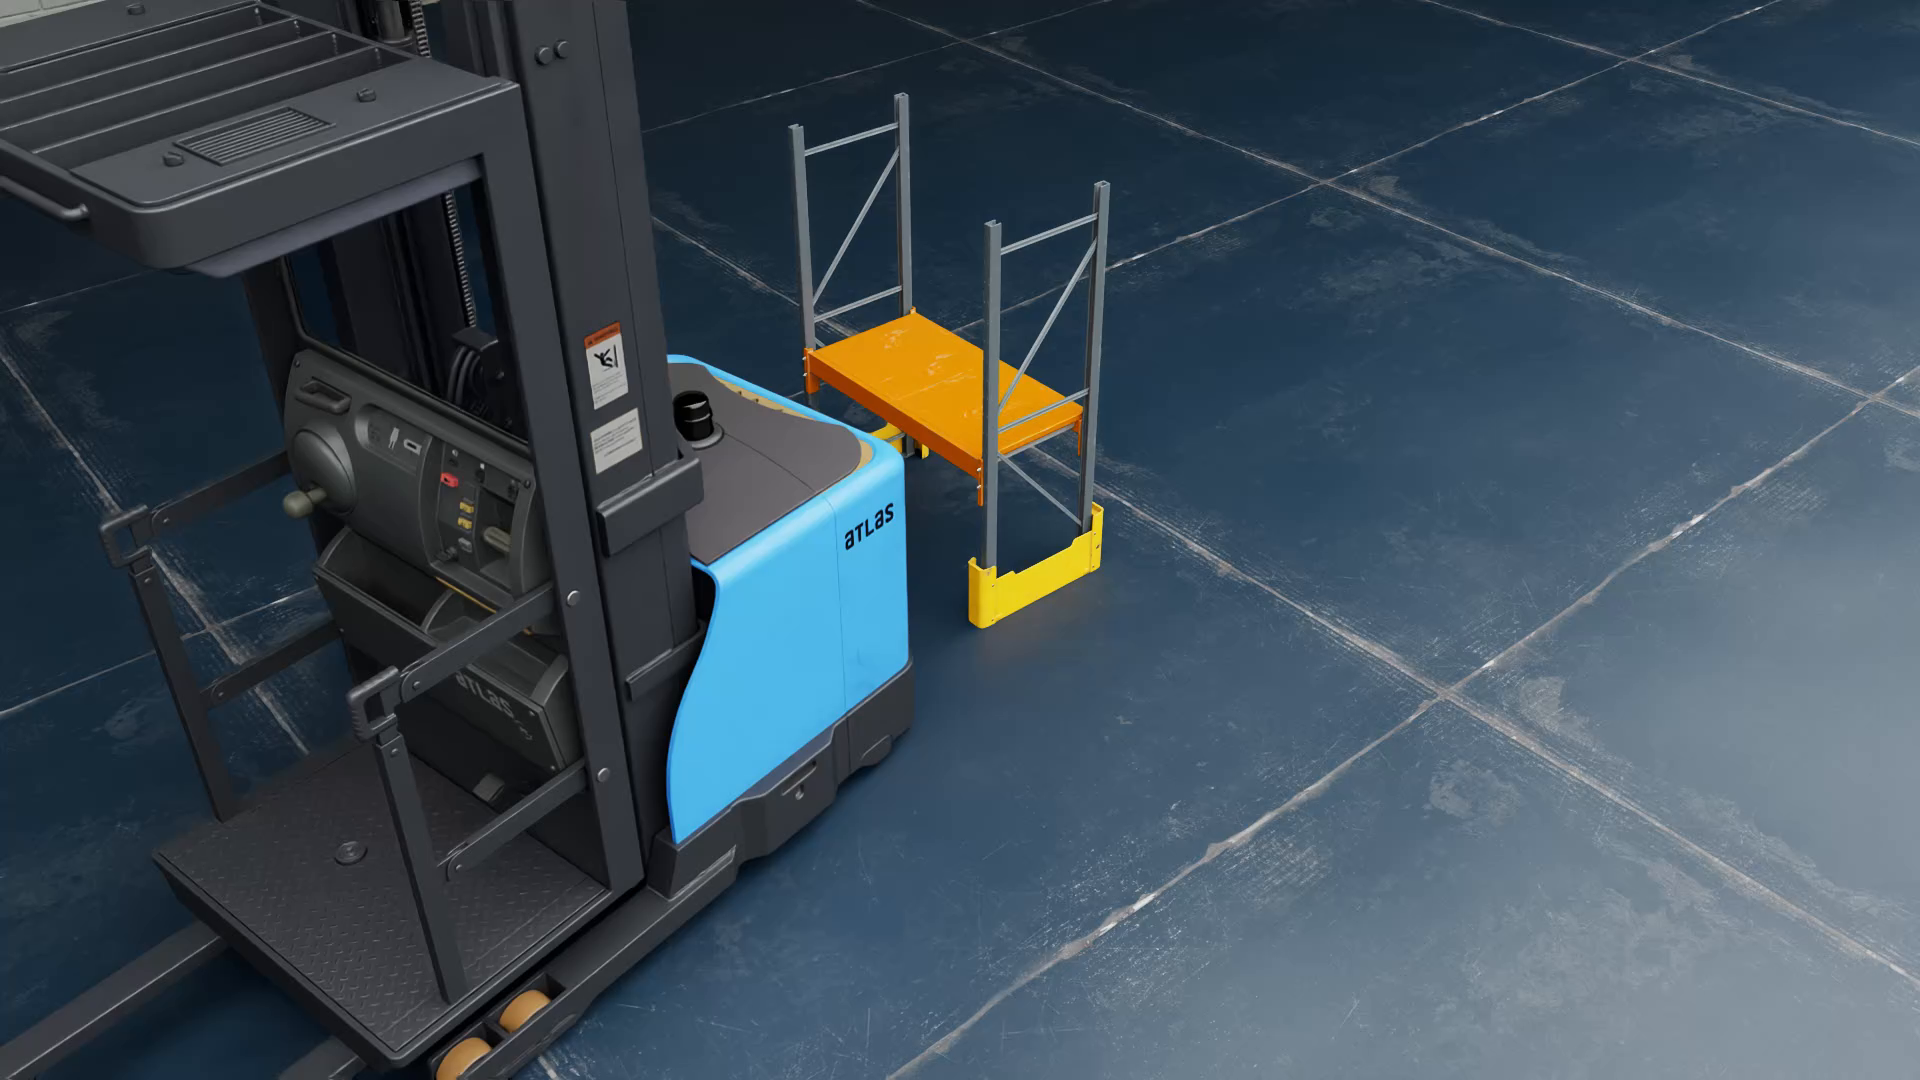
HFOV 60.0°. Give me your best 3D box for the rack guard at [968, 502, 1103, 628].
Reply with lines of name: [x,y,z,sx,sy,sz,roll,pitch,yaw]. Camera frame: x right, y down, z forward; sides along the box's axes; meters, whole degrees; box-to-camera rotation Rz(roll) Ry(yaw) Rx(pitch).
rack guard: [0.272,0.084,5.915,0.587,0.250,0.087,-26,43,-32]

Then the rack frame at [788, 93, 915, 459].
rack frame: [-0.383,-0.874,6.187,0.500,1.500,0.032,-26,43,-32]

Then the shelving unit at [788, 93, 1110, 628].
shelving unit: [-0.049,-0.646,5.864,0.587,1.500,1.083,-26,43,-32]

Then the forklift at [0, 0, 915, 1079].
forklift: [-1.455,-0.089,3.839,1.130,2.935,3.031,25,42,30]

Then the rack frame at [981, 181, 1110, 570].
rack frame: [0.273,-0.425,5.553,0.500,1.500,0.032,-26,43,-32]

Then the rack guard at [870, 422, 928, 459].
rack guard: [-0.371,-0.356,6.536,0.587,0.250,0.087,-26,43,-32]

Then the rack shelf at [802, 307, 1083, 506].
rack shelf: [-0.055,-0.503,5.974,0.538,0.185,1.000,-26,43,-32]
